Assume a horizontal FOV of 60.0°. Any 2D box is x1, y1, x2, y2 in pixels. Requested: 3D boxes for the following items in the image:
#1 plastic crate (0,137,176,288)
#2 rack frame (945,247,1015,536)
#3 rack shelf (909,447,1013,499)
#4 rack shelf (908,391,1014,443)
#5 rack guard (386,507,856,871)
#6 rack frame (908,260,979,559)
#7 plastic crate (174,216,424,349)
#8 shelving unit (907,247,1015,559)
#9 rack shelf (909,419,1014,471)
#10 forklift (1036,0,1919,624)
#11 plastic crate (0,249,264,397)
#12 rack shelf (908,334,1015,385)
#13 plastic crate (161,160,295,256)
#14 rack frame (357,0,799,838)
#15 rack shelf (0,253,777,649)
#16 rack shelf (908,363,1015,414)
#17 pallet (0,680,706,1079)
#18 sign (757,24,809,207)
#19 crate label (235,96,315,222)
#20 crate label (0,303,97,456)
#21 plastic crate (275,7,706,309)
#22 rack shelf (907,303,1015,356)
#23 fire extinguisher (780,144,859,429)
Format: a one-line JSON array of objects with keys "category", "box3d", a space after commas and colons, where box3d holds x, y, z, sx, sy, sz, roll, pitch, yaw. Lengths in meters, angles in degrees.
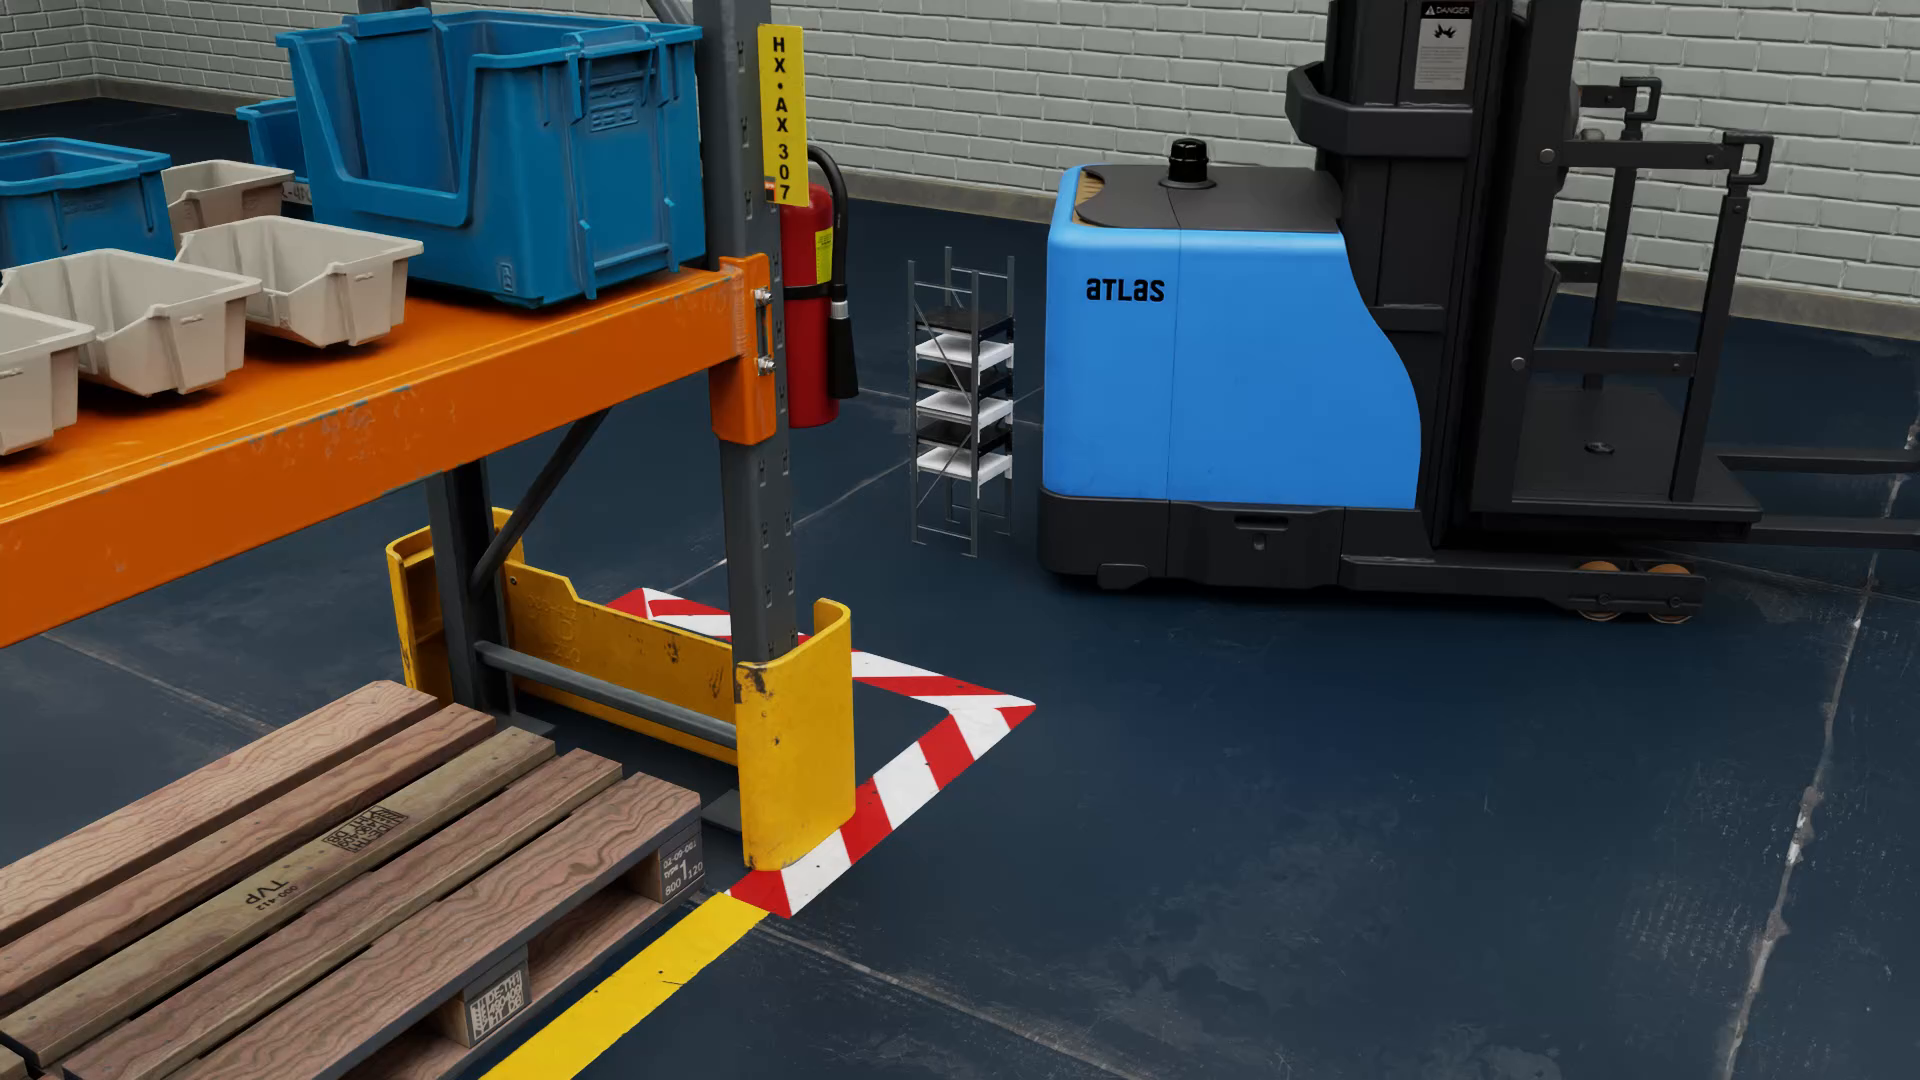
[{"category": "plastic crate", "box3d": [-1.560, -0.534, 2.843, 0.416, 0.233, 0.300, 14, 27, 29]}, {"category": "rack frame", "box3d": [0.058, -0.450, 5.157, 0.240, 0.900, 0.006, 14, 27, 29]}, {"category": "rack shelf", "box3d": [0.004, -0.220, 5.162, 0.258, 0.077, 0.200, 14, 27, 29]}, {"category": "rack shelf", "box3d": [0.004, -0.385, 5.091, 0.258, 0.077, 0.200, 14, 27, 29]}, {"category": "rack guard", "box3d": [-0.801, 0.317, 3.889, 1.175, 0.500, 0.348, 14, 27, 29]}, {"category": "rack frame", "box3d": [-0.049, -0.381, 4.998, 0.240, 0.900, 0.006, 14, 27, 29]}, {"category": "plastic crate", "box3d": [-1.079, -0.413, 2.685, 0.396, 0.136, 0.243, 14, 27, 29]}, {"category": "shelving unit", "box3d": [0.004, -0.416, 5.078, 0.258, 0.900, 0.210, 14, 27, 29]}, {"category": "rack shelf", "box3d": [0.004, -0.303, 5.127, 0.258, 0.077, 0.200, 14, 27, 29]}, {"category": "forklift", "box3d": [1.777, -1.330, 4.632, 3.031, 2.935, 1.130, 2, 24, 5]}, {"category": "plastic crate", "box3d": [-1.244, -0.318, 2.466, 0.396, 0.136, 0.243, 14, 27, 29]}, {"category": "rack shelf", "box3d": [0.004, -0.550, 5.019, 0.258, 0.077, 0.200, 14, 27, 29]}, {"category": "plastic crate", "box3d": [-1.452, -0.621, 3.165, 0.250, 0.136, 0.298, 14, 27, 29]}, {"category": "rack frame", "box3d": [-0.803, -0.820, 3.368, 1.000, 3.000, 0.127, 14, 27, 29]}, {"category": "rack shelf", "box3d": [-1.858, 0.186, 1.951, 1.077, 0.370, 4.000, 14, 27, 29]}, {"category": "rack shelf", "box3d": [0.004, -0.468, 5.055, 0.258, 0.077, 0.200, 14, 27, 29]}, {"category": "pallet", "box3d": [-1.271, 0.730, 3.297, 1.003, 0.211, 1.213, 14, 27, 29]}, {"category": "sign", "box3d": [-0.327, -0.785, 3.082, 0.100, 0.325, 0.005, 14, 27, 29]}, {"category": "crate label", "box3d": [-1.213, -0.756, 3.356, 0.416, 0.233, 0.303, 14, 27, 29]}, {"category": "crate label", "box3d": [-1.370, -0.219, 2.237, 0.396, 0.136, 0.243, 14, 27, 29]}, {"category": "plastic crate", "box3d": [-0.821, -0.711, 2.997, 0.616, 0.435, 0.499, 14, 27, 29]}, {"category": "rack shelf", "box3d": [0.004, -0.633, 4.984, 0.258, 0.077, 0.200, 14, 27, 29]}, {"category": "fire extinguisher", "box3d": [-0.337, -0.569, 3.355, 0.296, 0.674, 0.183, 14, 27, 29]}]
